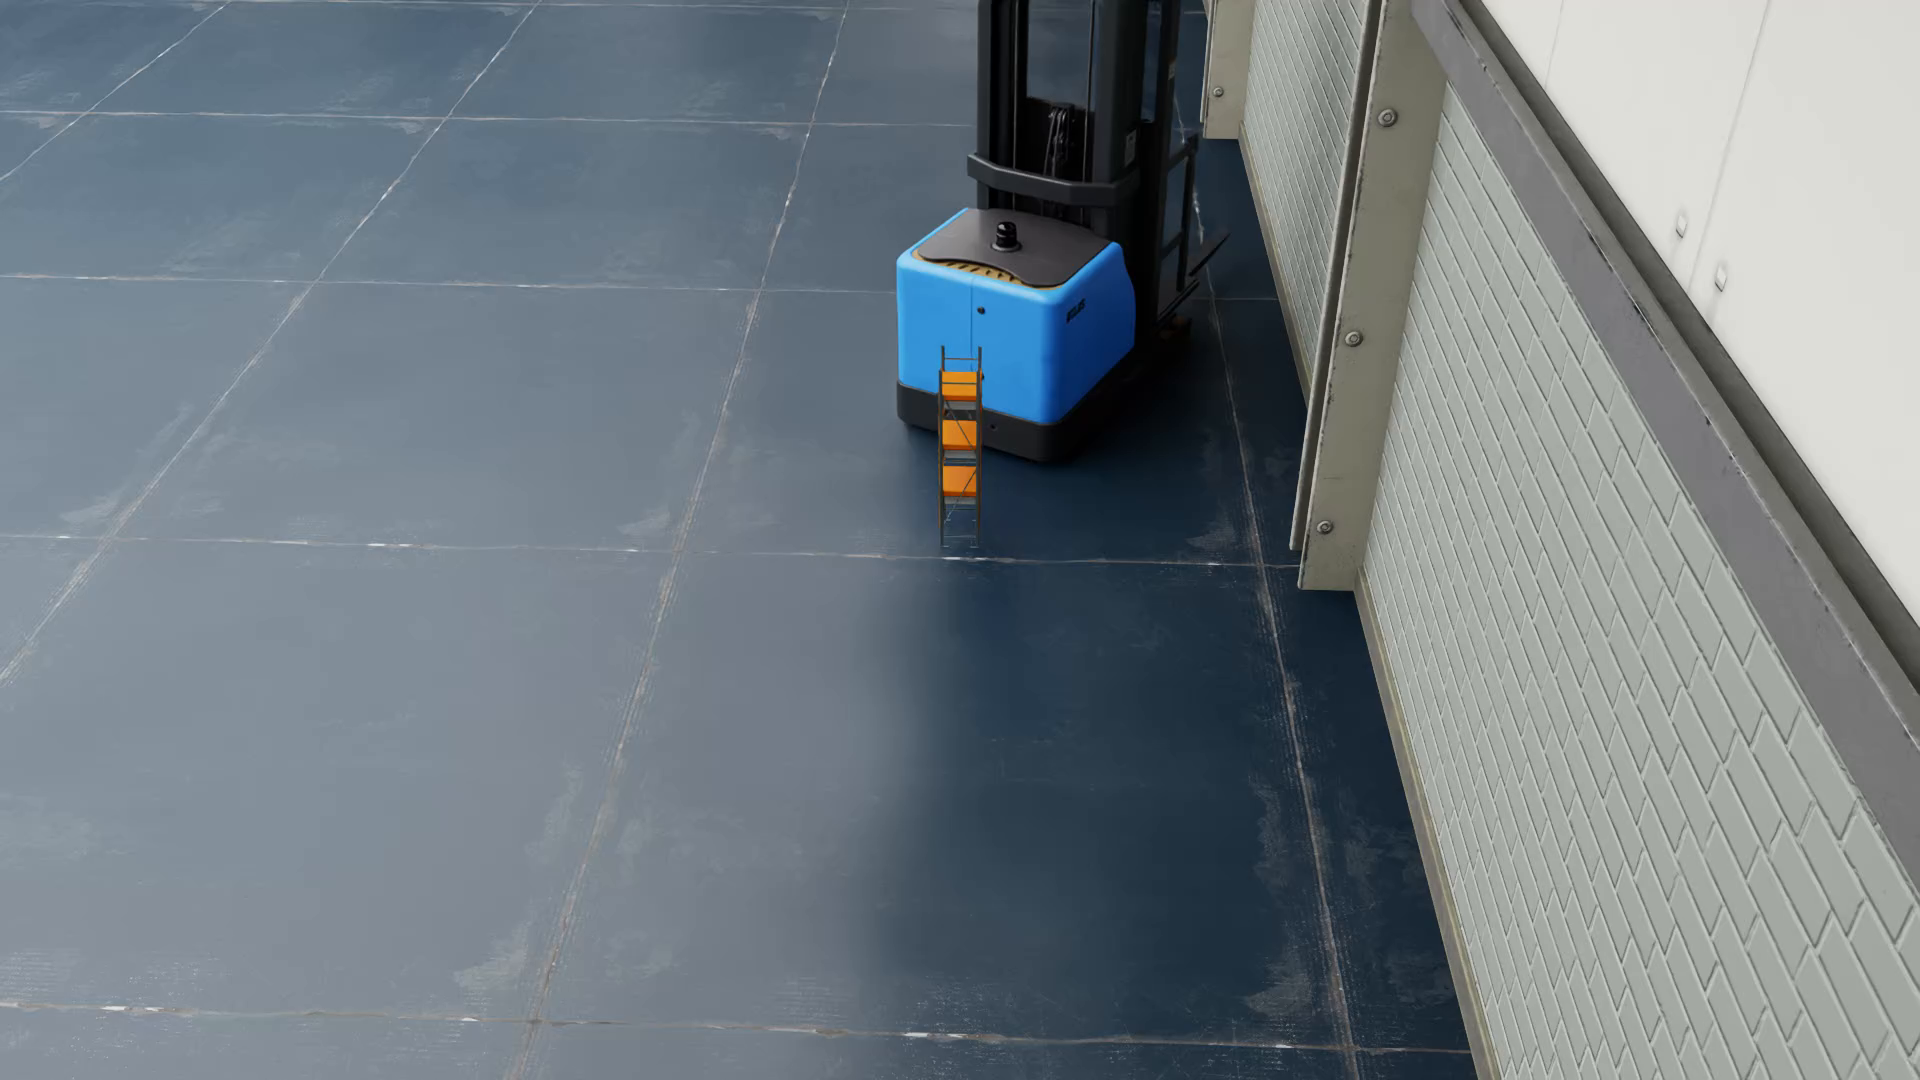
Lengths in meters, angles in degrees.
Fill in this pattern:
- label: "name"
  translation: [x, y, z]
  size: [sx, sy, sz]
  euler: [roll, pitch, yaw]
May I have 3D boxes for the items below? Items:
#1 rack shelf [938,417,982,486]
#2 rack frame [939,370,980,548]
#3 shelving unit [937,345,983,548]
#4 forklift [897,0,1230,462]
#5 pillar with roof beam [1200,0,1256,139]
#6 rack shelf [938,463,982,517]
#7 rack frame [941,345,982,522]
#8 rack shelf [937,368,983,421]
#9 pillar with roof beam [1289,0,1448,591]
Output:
- label: "rack shelf"
  translation: [0.002, -0.452, 8.444]
  size: [0.215, 0.259, 0.240]
  euler: [1, 35, 2]
- label: "rack frame"
  translation: [-0.003, -0.390, 8.338]
  size: [0.200, 1.050, 0.008]
  euler: [1, 35, 2]
- label: "shelving unit"
  translation: [0.002, -0.460, 8.438]
  size: [0.215, 1.050, 0.252]
  euler: [1, 35, 2]
- label: "forklift"
  translation: [0.800, -2.455, 9.640]
  size: [1.130, 2.935, 3.031]
  euler: [18, 39, 24]
- label: "pillar with roof beam"
  translation: [-2.197, -7.092, 10.960]
  size: [9.100, 9.000, 0.400]
  euler: [1, 35, 2]
- label: "rack shelf"
  translation: [0.002, -0.224, 8.603]
  size: [0.215, 0.259, 0.240]
  euler: [1, 35, 2]
- label: "rack frame"
  translation: [0.007, -0.530, 8.537]
  size: [0.200, 1.050, 0.008]
  euler: [1, 35, 2]
- label: "rack shelf"
  translation: [0.002, -0.684, 8.280]
  size: [0.215, 0.259, 0.240]
  euler: [1, 35, 2]
- label: "pillar with roof beam"
  translation: [-2.438, -3.645, 6.055]
  size: [9.100, 9.000, 0.400]
  euler: [1, 35, 2]
